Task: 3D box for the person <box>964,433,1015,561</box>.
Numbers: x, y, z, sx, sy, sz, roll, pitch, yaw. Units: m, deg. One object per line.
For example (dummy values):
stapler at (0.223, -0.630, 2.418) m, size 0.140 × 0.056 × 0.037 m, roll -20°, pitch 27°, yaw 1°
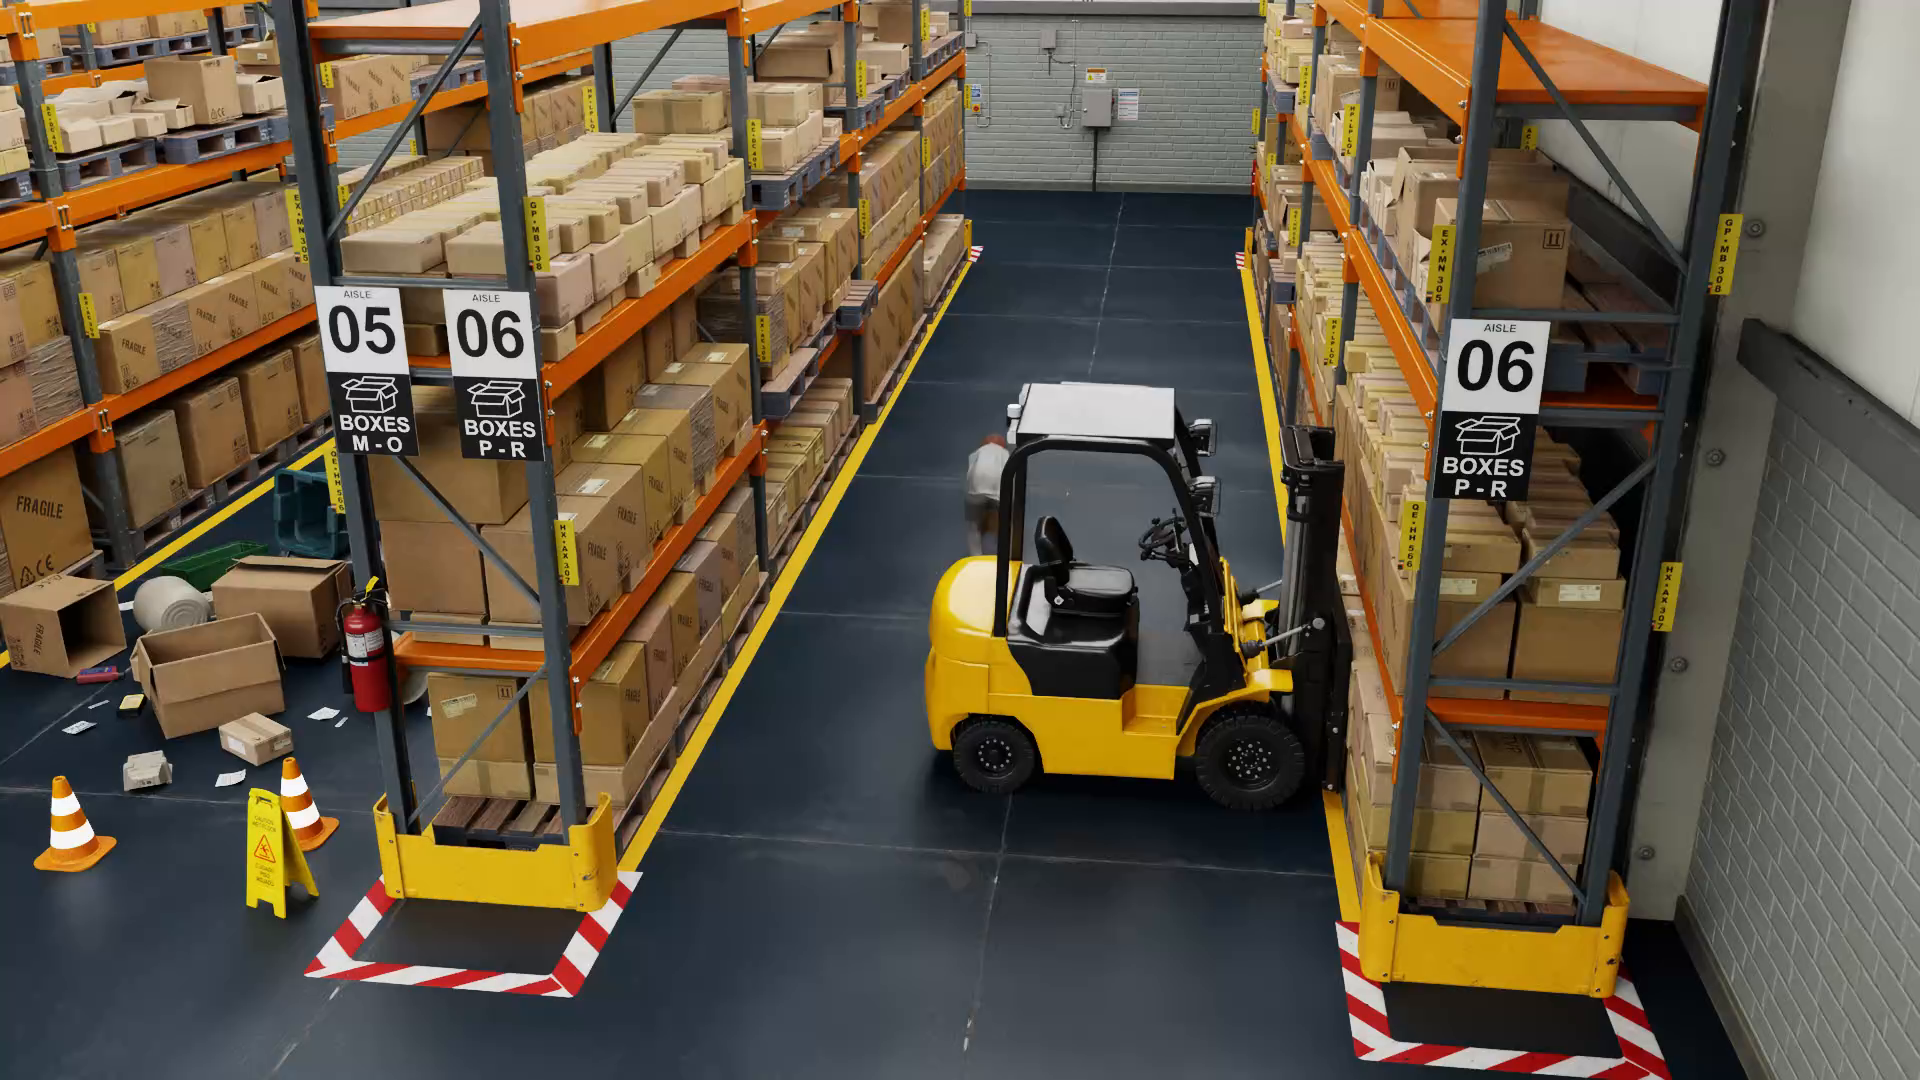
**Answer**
person at (0.240, -0.217, 12.450) m, size 0.389 × 1.013 × 0.868 m, roll 2°, pitch 22°, yaw 4°
